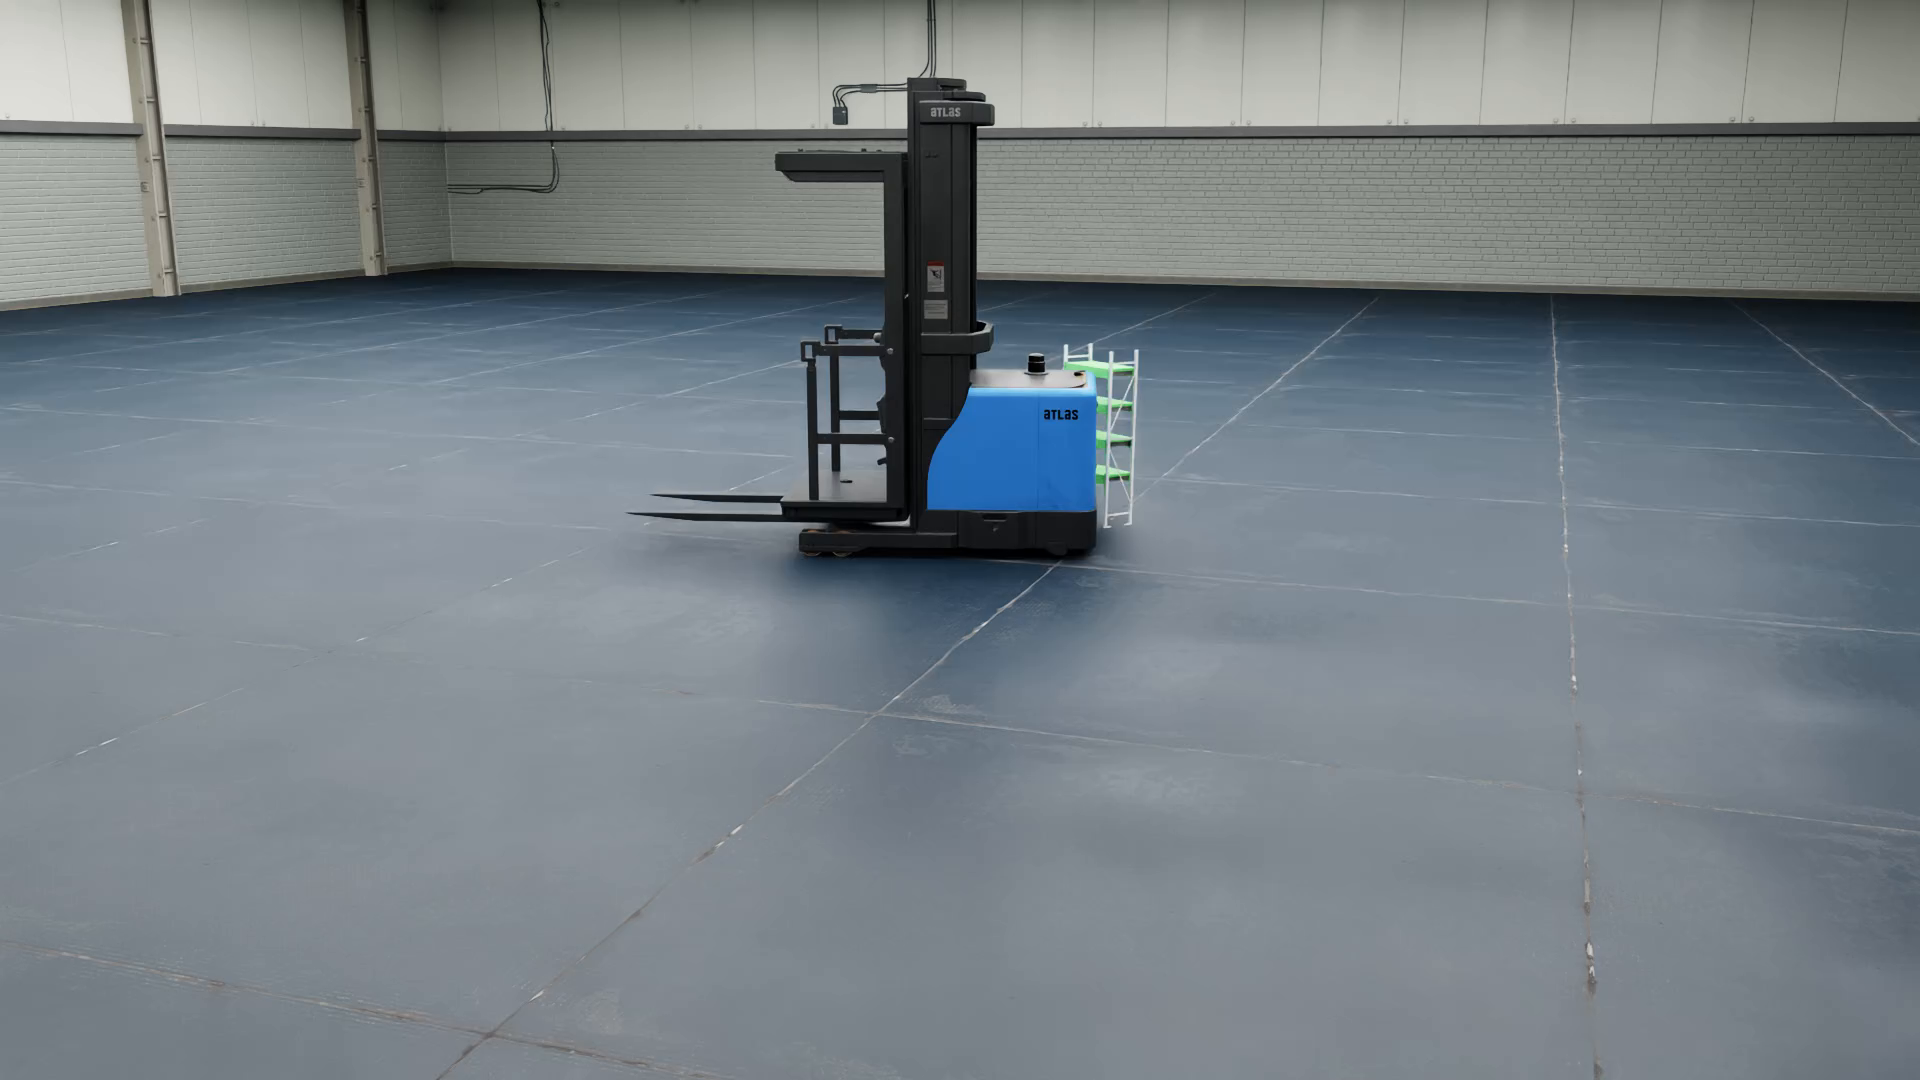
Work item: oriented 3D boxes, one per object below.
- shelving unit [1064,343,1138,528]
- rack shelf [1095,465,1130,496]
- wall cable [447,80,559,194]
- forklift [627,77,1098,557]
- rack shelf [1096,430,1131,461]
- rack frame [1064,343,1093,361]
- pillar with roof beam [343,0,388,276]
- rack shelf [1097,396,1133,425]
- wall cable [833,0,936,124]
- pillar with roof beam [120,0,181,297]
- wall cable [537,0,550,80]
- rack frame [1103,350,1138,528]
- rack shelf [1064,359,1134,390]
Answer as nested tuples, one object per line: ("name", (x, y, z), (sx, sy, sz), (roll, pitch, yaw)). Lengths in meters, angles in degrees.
("shelving unit", (0.951, -0.727, 11.464), (0.258, 1.200, 0.503), (-7, 15, -34))
("rack shelf", (0.946, -0.430, 11.529), (0.258, 0.148, 0.480), (-7, 15, -34))
("wall cable", (-10.577, -9.197, 38.040), (3.097, 2.526, 0.112), (4, 14, 18))
("forklift", (-0.622, -1.439, 10.704), (3.031, 2.935, 1.130), (1, 13, 4))
("rack shelf", (0.950, -0.665, 11.478), (0.258, 0.148, 0.480), (-7, 15, -34))
("rack frame", (0.812, -0.772, 11.660), (0.240, 1.200, 0.015), (-7, 15, -34))
("pillar with roof beam", (-8.708, -9.876, 34.036), (9.100, 9.000, 0.400), (4, 14, 18))
("rack shelf", (0.954, -0.899, 11.427), (0.258, 0.148, 0.480), (-7, 15, -34))
("wall cable", (-1.599, -11.682, 34.306), (2.305, 6.003, 0.169), (4, 14, 18))
("pillar with roof beam", (-10.649, -8.613, 28.501), (9.100, 9.000, 0.400), (4, 14, 18))
("wall cable", (-8.017, -11.465, 36.624), (3.097, 2.526, 0.112), (4, 14, 18))
("rack frame", (1.090, -0.682, 11.269), (0.240, 1.200, 0.015), (-7, 15, -34))
("rack shelf", (0.958, -1.134, 11.376), (0.258, 0.148, 0.480), (-7, 15, -34))
